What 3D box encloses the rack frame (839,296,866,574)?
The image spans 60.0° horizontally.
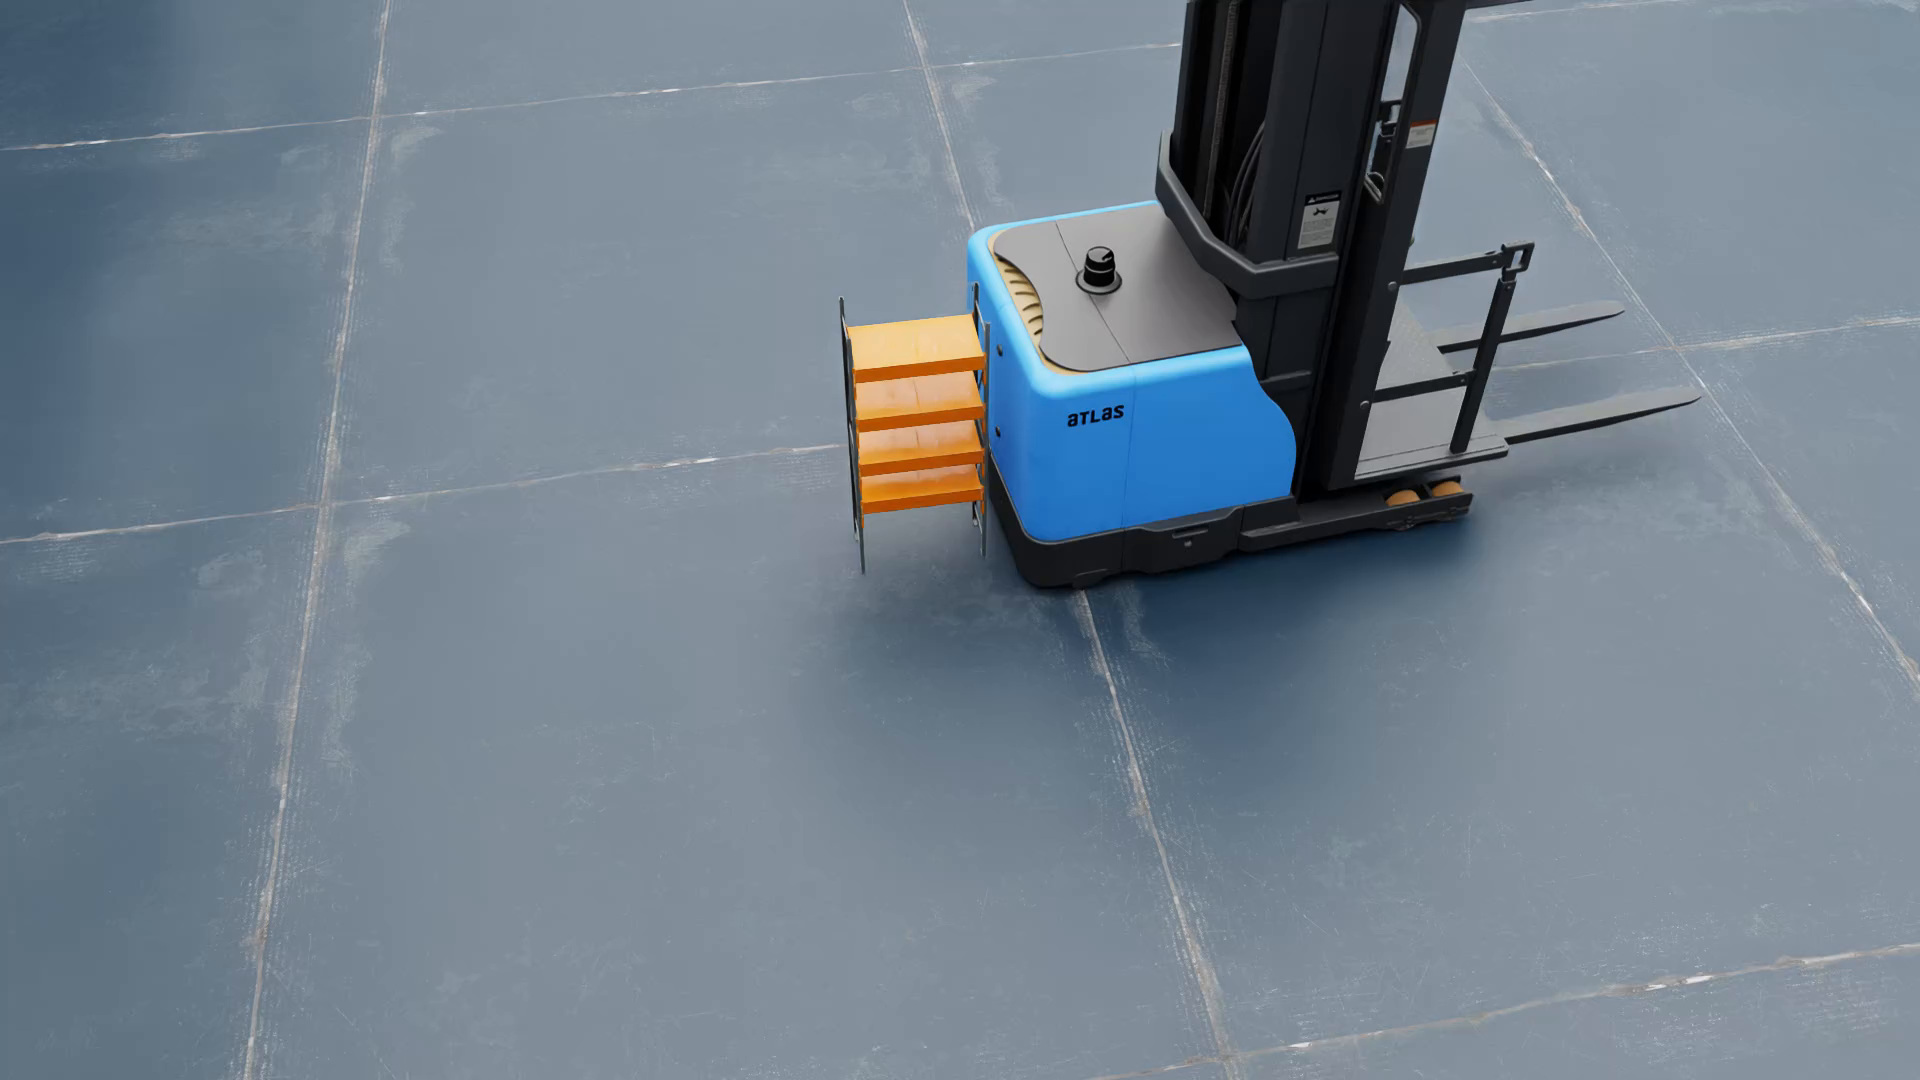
[{"bbox_3d":[-0.404,-0.366,6.269,0.015,1.200,0.240,-7,46,-7],"label":"rack frame"}]

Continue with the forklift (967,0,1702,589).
[{"bbox_3d":[1.588,-1.416,6.079,3.031,2.935,1.130,-11,47,-10],"label":"forklift"}]

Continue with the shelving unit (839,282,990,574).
[{"bbox_3d":[-0.163,-0.396,6.298,0.503,1.200,0.258,-7,46,-7],"label":"shelving unit"}]

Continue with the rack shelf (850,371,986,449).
[{"bbox_3d":[-0.163,-0.504,6.186,0.480,0.148,0.258,-7,46,-7],"label":"rack shelf"}]

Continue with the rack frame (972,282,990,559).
[{"bbox_3d":[0.077,-0.426,6.327,0.015,1.200,0.240,-7,46,-7],"label":"rack frame"}]

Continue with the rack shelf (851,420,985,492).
[{"bbox_3d":[-0.163,-0.349,6.347,0.480,0.148,0.258,-7,46,-7],"label":"rack shelf"}]

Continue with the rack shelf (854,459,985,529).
[{"bbox_3d":[-0.163,-0.212,6.490,0.480,0.148,0.258,-7,46,-7],"label":"rack shelf"}]

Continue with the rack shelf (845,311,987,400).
[{"bbox_3d":[-0.163,-0.669,6.015,0.480,0.148,0.258,-7,46,-7],"label":"rack shelf"}]
